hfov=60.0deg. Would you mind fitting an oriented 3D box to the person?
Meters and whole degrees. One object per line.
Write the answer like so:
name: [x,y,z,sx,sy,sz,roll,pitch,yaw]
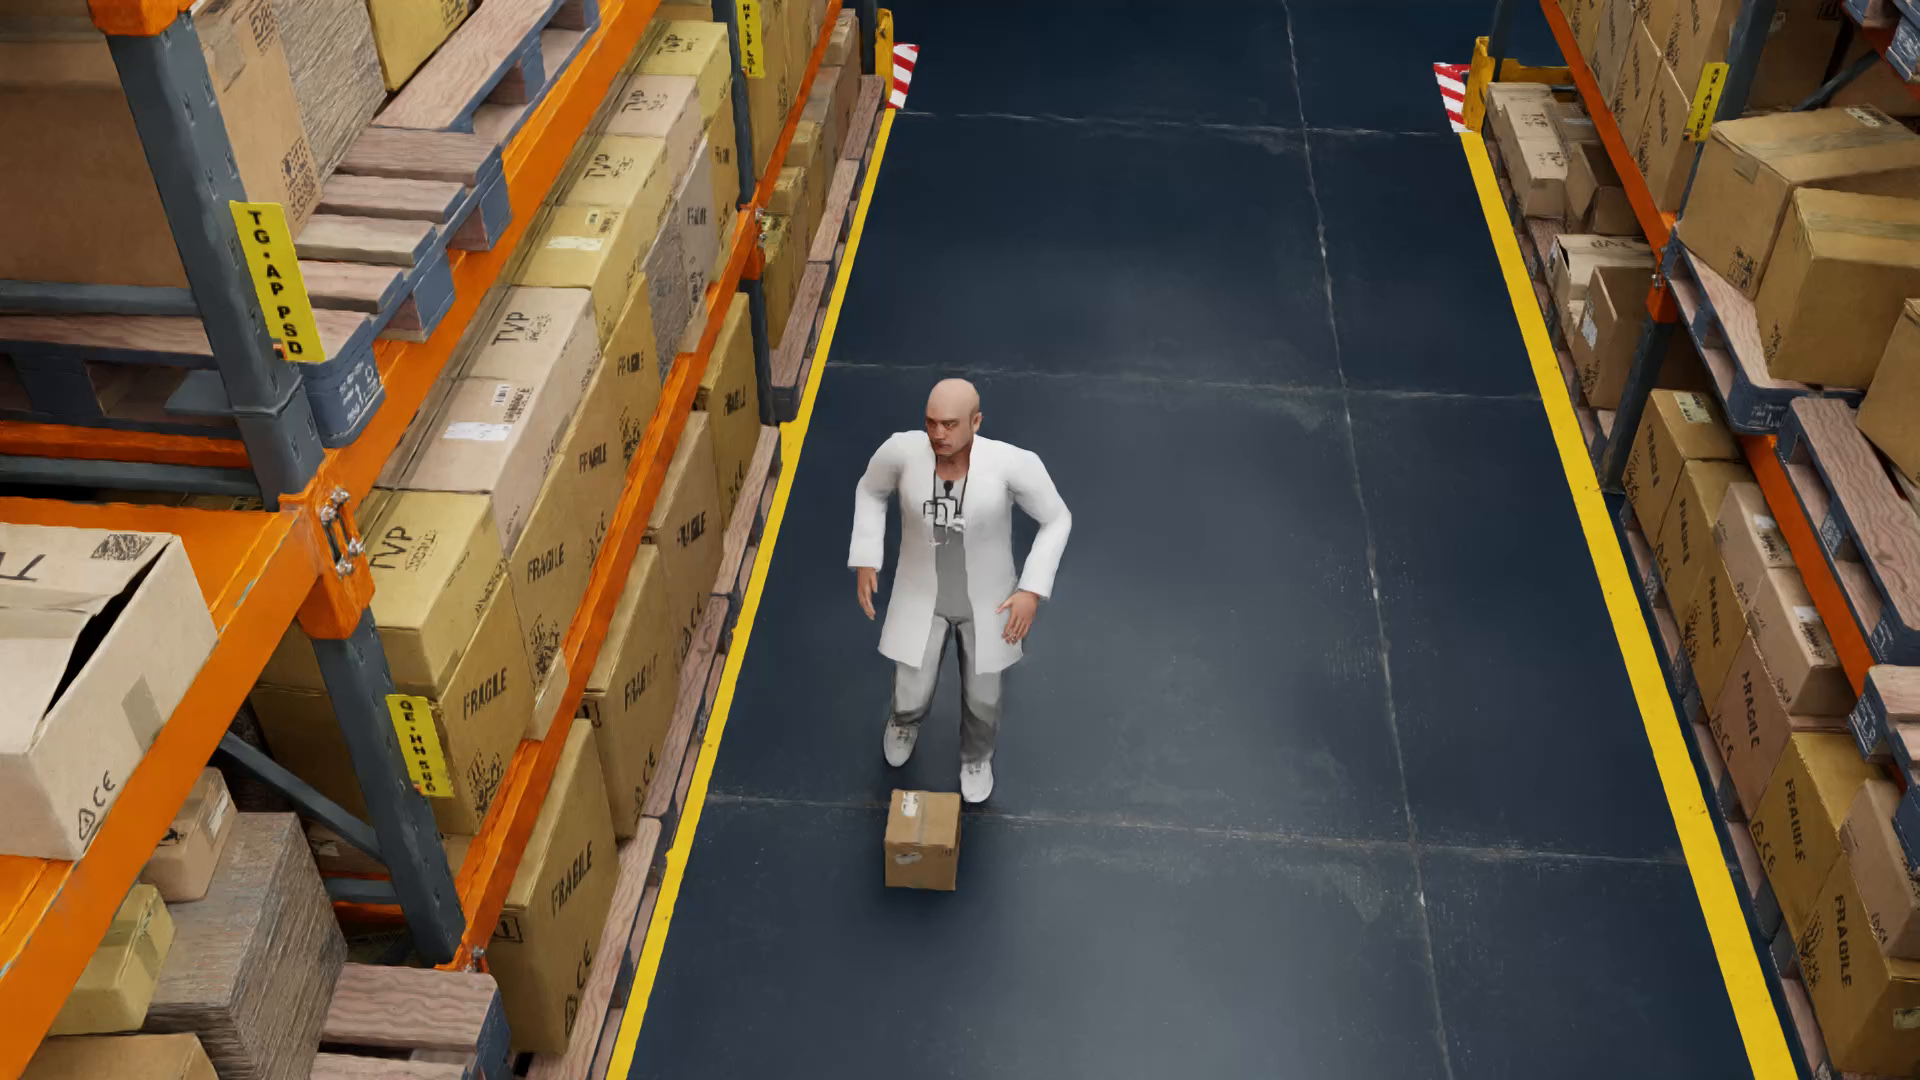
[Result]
person: [-0.009,0.215,5.935,0.788,1.750,0.519,3,40,4]
